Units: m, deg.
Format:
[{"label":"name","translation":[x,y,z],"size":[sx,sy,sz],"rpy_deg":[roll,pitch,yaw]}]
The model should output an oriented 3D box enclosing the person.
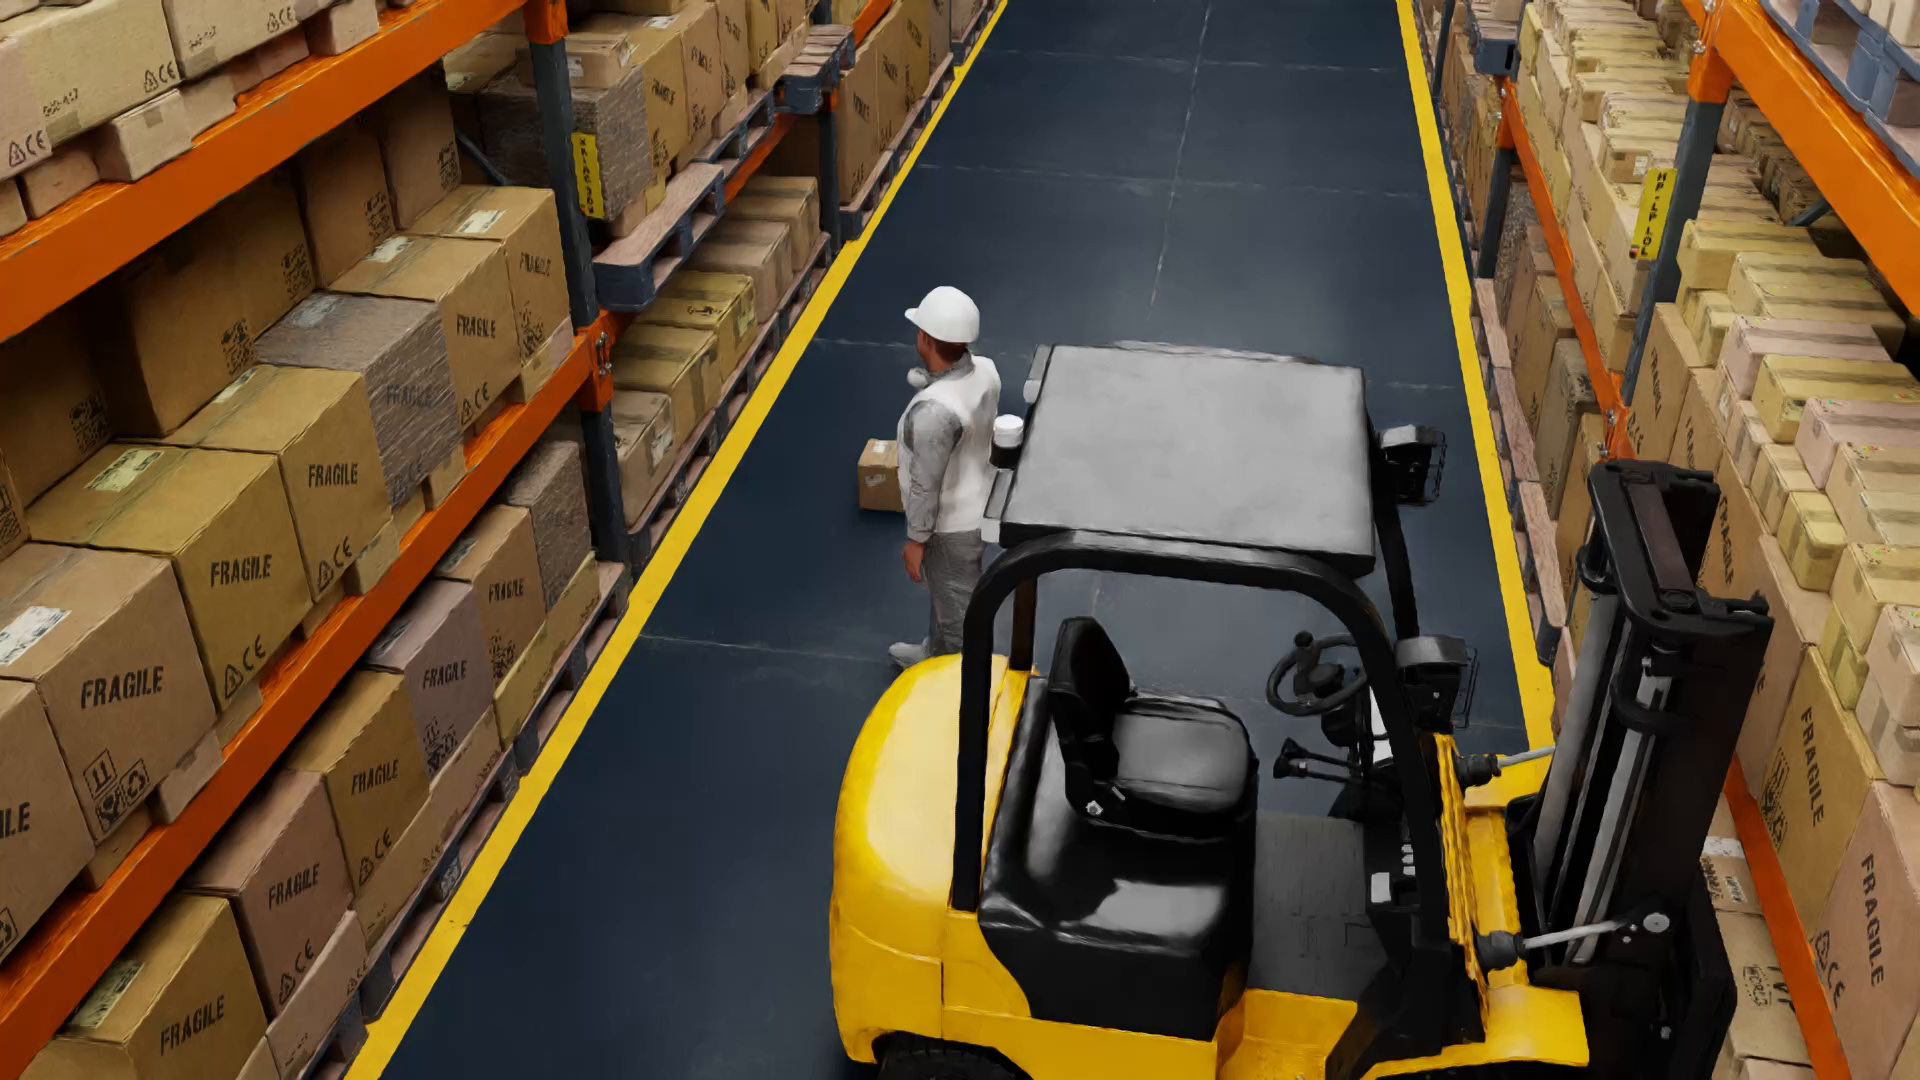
[{"label":"person","translation":[-0.067,-0.137,6.283],"size":[0.575,1.770,0.648],"rpy_deg":[10,34,16]}]
